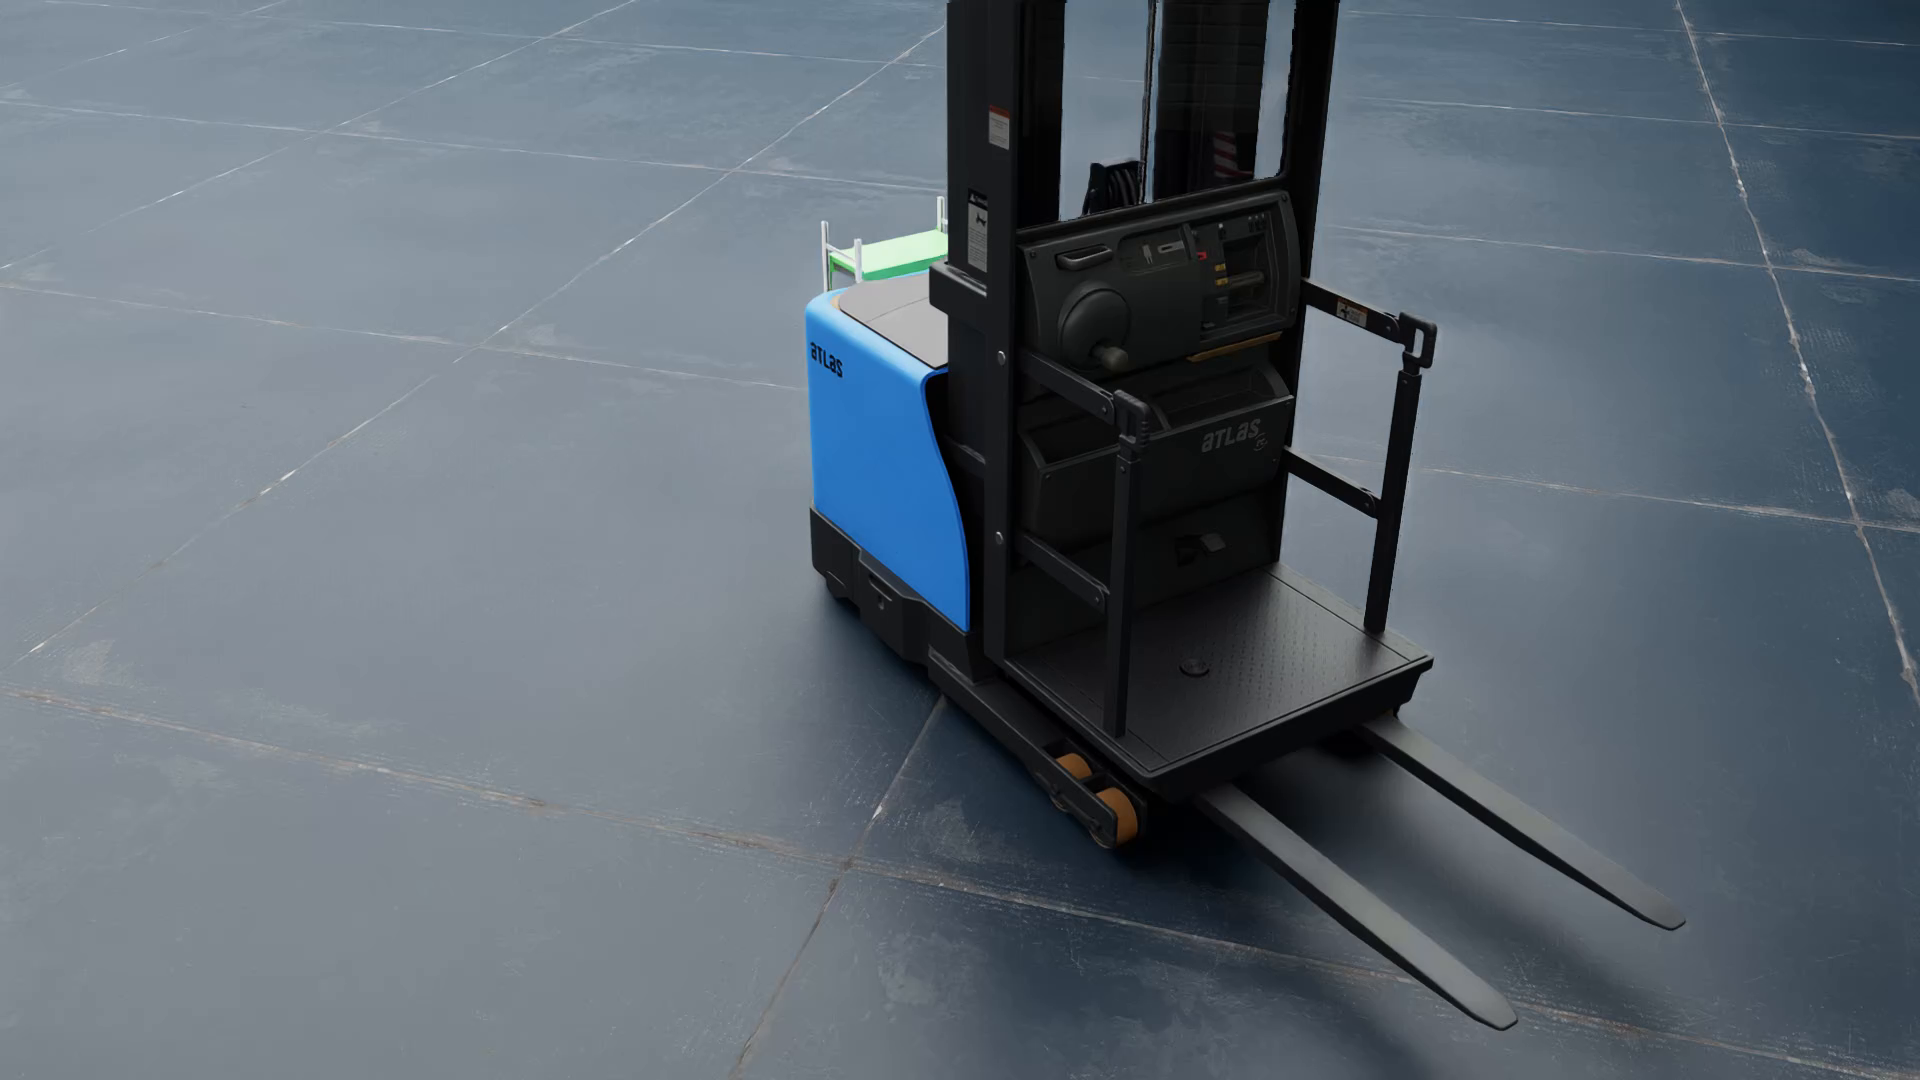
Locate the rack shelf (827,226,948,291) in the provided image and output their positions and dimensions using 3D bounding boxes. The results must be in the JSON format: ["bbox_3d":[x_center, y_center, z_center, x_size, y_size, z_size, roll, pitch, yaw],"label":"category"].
[{"bbox_3d":[-0.206,-0.965,5.894,0.480,0.148,0.258,-19,34,-30],"label":"rack shelf"}]

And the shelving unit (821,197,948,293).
[{"bbox_3d":[-0.206,-0.601,6.096,0.503,1.200,0.258,-19,34,-30],"label":"shelving unit"}]

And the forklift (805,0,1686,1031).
[{"bbox_3d":[0.692,-0.676,4.450,1.130,2.935,3.031,-17,34,-28],"label":"forklift"}]

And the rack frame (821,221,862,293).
[{"bbox_3d":[-0.407,-0.533,5.974,0.015,1.200,0.240,-19,34,-30],"label":"rack frame"}]

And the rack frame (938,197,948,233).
[{"bbox_3d":[-0.006,-0.669,6.218,0.015,1.200,0.240,-19,34,-30],"label":"rack frame"}]
